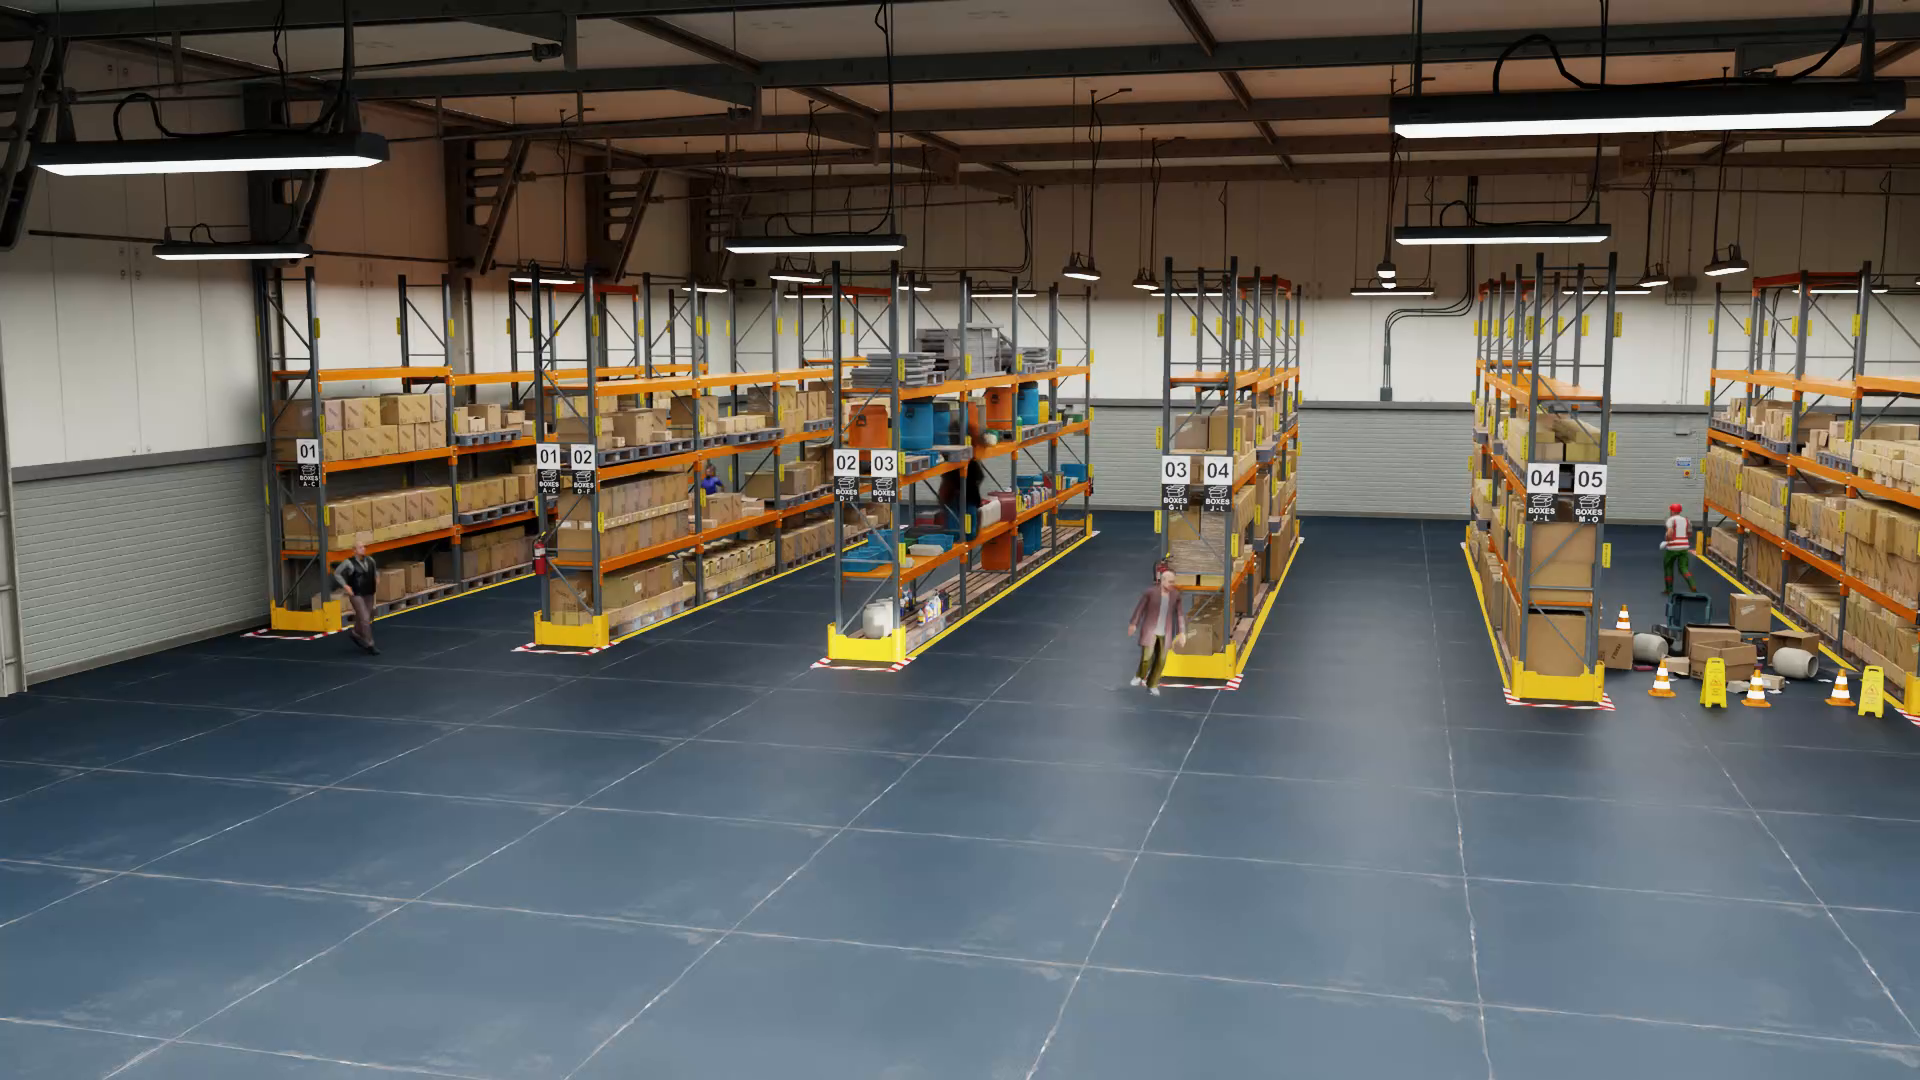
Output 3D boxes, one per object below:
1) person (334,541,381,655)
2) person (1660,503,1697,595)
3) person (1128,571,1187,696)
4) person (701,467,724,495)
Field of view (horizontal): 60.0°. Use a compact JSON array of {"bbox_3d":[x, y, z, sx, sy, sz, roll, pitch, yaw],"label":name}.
[{"bbox_3d":[-9.265,0.874,25.705,0.873,1.737,0.694,5,9,34],"label":"person"},{"bbox_3d":[13.456,0.196,31.088,0.674,1.752,0.941,-1,7,-8],"label":"person"},{"bbox_3d":[2.697,1.269,22.804,0.715,1.760,0.587,-2,8,-15],"label":"person"},{"bbox_3d":[-6.047,-0.914,40.258,0.525,1.696,0.809,2,8,17],"label":"person"}]
